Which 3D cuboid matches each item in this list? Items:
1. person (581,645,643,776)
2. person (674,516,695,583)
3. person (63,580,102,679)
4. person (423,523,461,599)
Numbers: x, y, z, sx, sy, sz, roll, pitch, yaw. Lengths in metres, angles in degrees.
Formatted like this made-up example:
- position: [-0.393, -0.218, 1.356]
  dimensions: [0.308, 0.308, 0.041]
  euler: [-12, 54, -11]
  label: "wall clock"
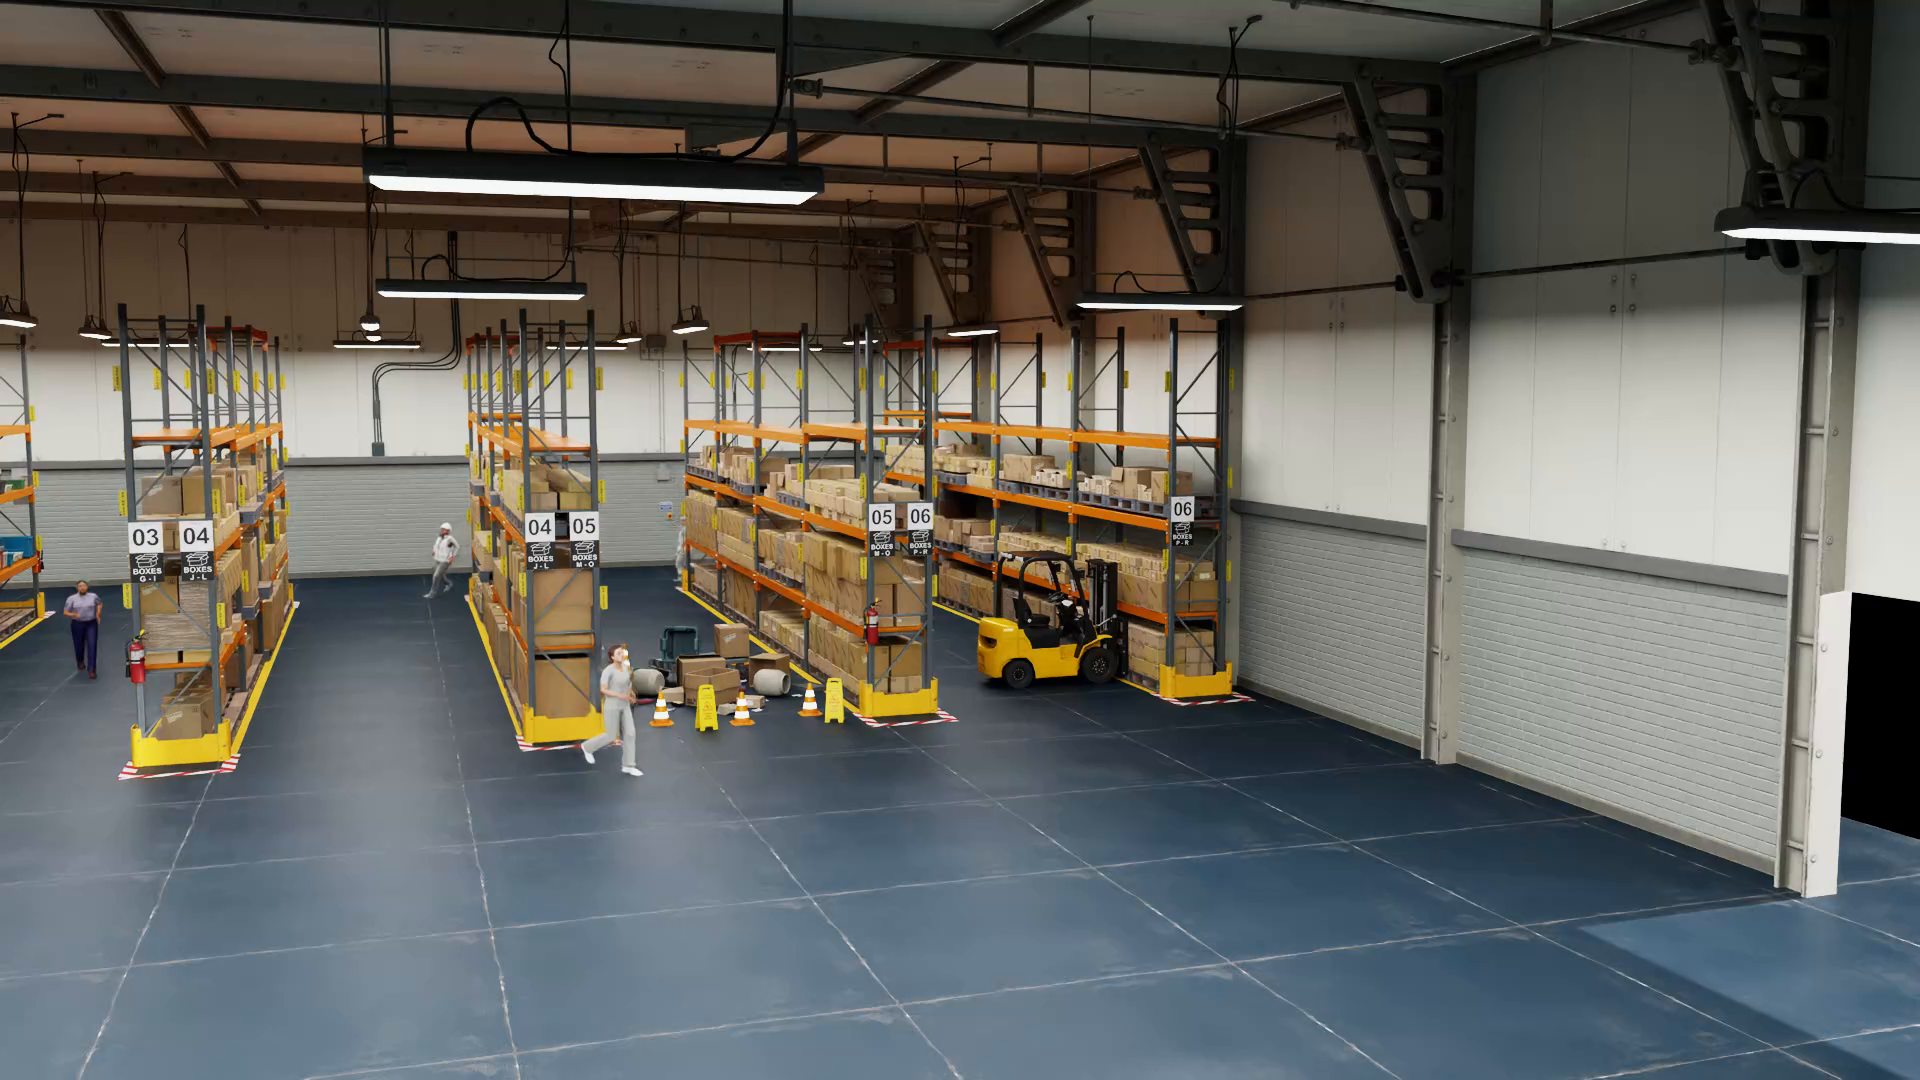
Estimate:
- position: [-4.435, 2.165, 21.338]
  dimensions: [0.902, 1.670, 0.577]
  euler: [3, 6, 31]
  label: "person"
- position: [-6.812, 0.233, 41.263]
  dimensions: [0.746, 1.736, 0.716]
  euler: [0, 5, 5]
  label: "person"
- position: [-14.869, 1.494, 28.237]
  dimensions: [0.606, 1.646, 0.925]
  euler: [-3, 6, -32]
  label: "person"
- position: [-11.985, 0.469, 38.588]
  dimensions: [0.717, 1.736, 0.936]
  euler: [3, 6, 32]
  label: "person"
